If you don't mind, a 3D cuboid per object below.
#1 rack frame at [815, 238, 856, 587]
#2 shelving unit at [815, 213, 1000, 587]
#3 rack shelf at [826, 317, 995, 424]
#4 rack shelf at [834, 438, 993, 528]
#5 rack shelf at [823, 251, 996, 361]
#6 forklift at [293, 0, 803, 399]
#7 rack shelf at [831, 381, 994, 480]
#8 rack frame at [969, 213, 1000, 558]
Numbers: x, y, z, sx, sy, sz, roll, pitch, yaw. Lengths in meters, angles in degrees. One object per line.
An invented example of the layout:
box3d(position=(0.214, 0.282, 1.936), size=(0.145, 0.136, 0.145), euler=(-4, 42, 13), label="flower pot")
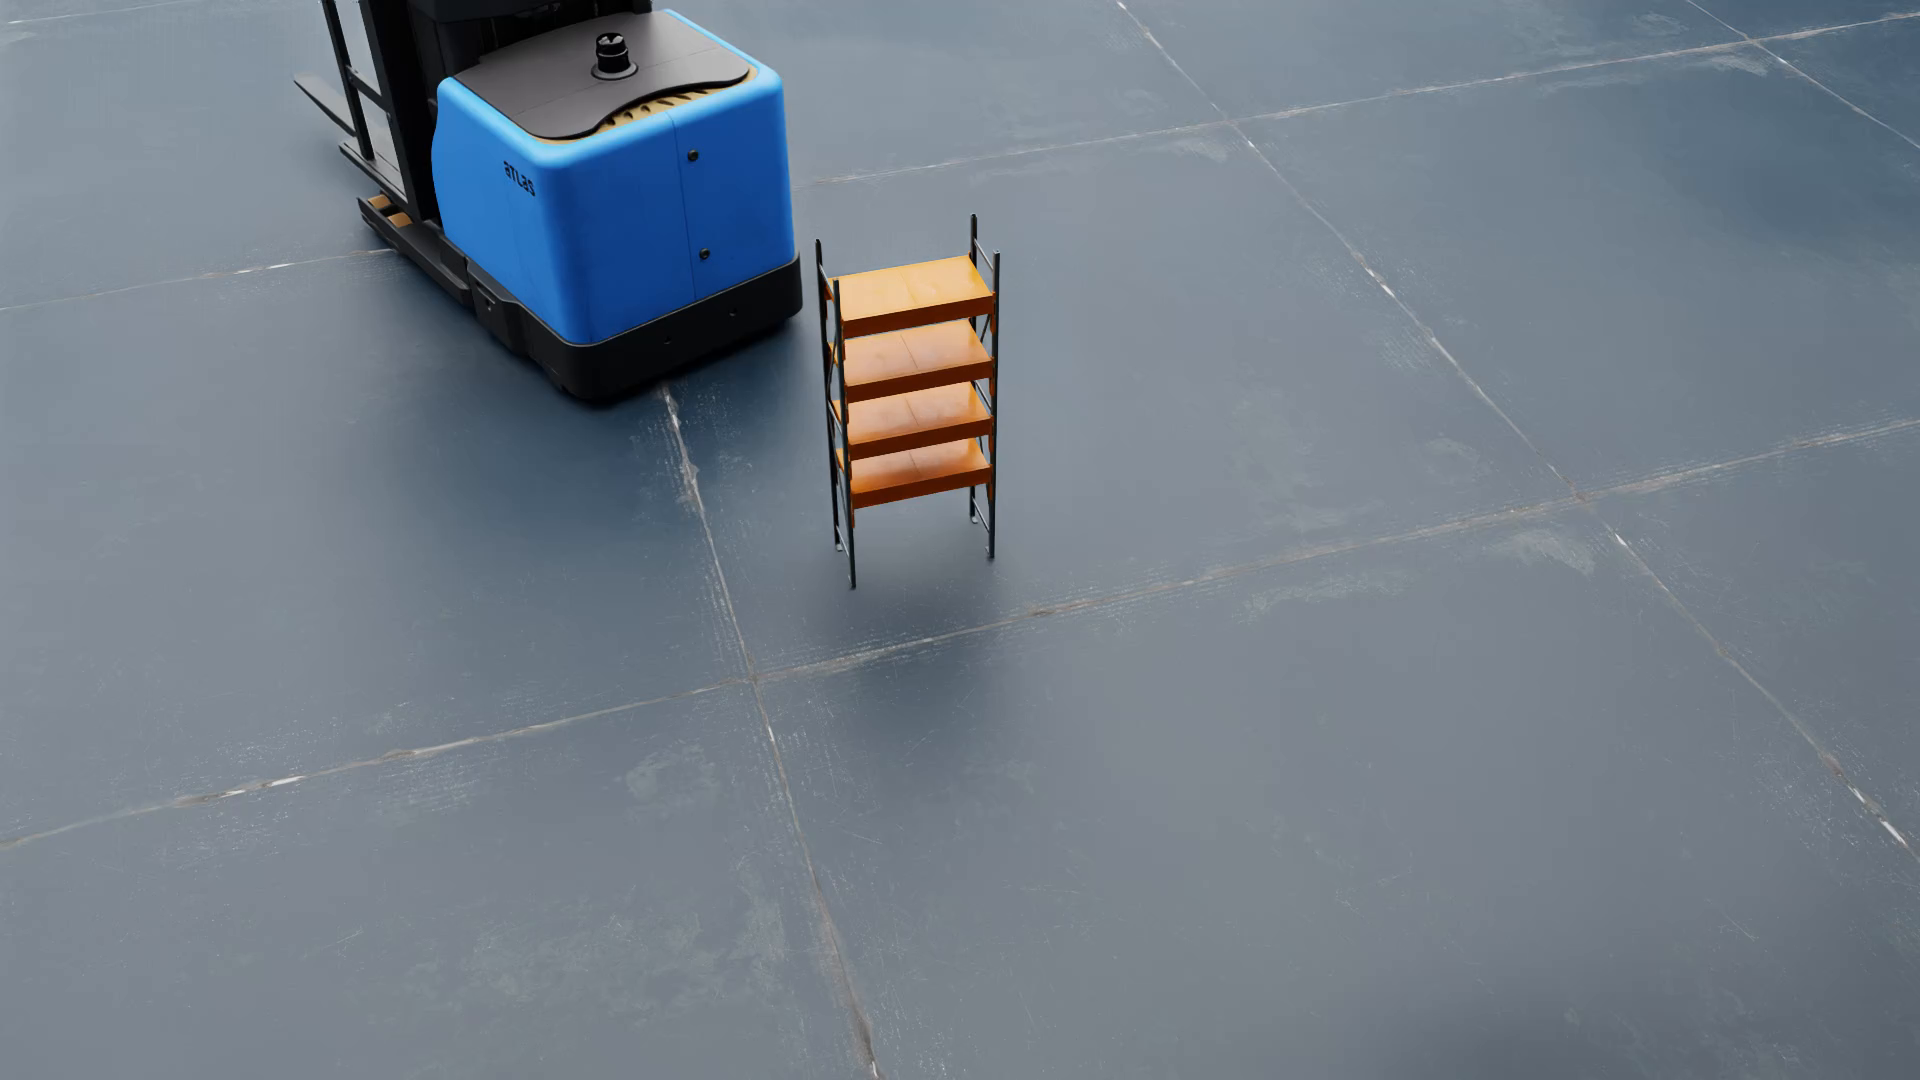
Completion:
box3d(position=(-0.391, -0.371, 5.263), size=(0.015, 1.200, 0.240), euler=(-12, 42, -13), label="rack frame")
box3d(position=(-0.158, -0.419, 5.318), size=(0.503, 1.200, 0.258), euler=(-12, 42, -13), label="shelving unit")
box3d(position=(-0.158, -0.537, 5.215), size=(0.480, 0.148, 0.258), euler=(-12, 42, -13), label="rack shelf")
box3d(position=(-0.158, -0.219, 5.493), size=(0.480, 0.148, 0.258), euler=(-12, 42, -13), label="rack shelf")
box3d(position=(-0.158, -0.715, 5.059), size=(0.480, 0.148, 0.258), euler=(-12, 42, -13), label="rack shelf")
box3d(position=(-1.964, -2.535, 6.423), size=(1.130, 2.935, 3.031), euler=(-29, 49, -29), label="forklift")
box3d(position=(-0.158, -0.368, 5.362), size=(0.480, 0.148, 0.258), euler=(-12, 42, -13), label="rack shelf")
box3d(position=(0.075, -0.467, 5.373), size=(0.015, 1.200, 0.240), euler=(-12, 42, -13), label="rack frame")
